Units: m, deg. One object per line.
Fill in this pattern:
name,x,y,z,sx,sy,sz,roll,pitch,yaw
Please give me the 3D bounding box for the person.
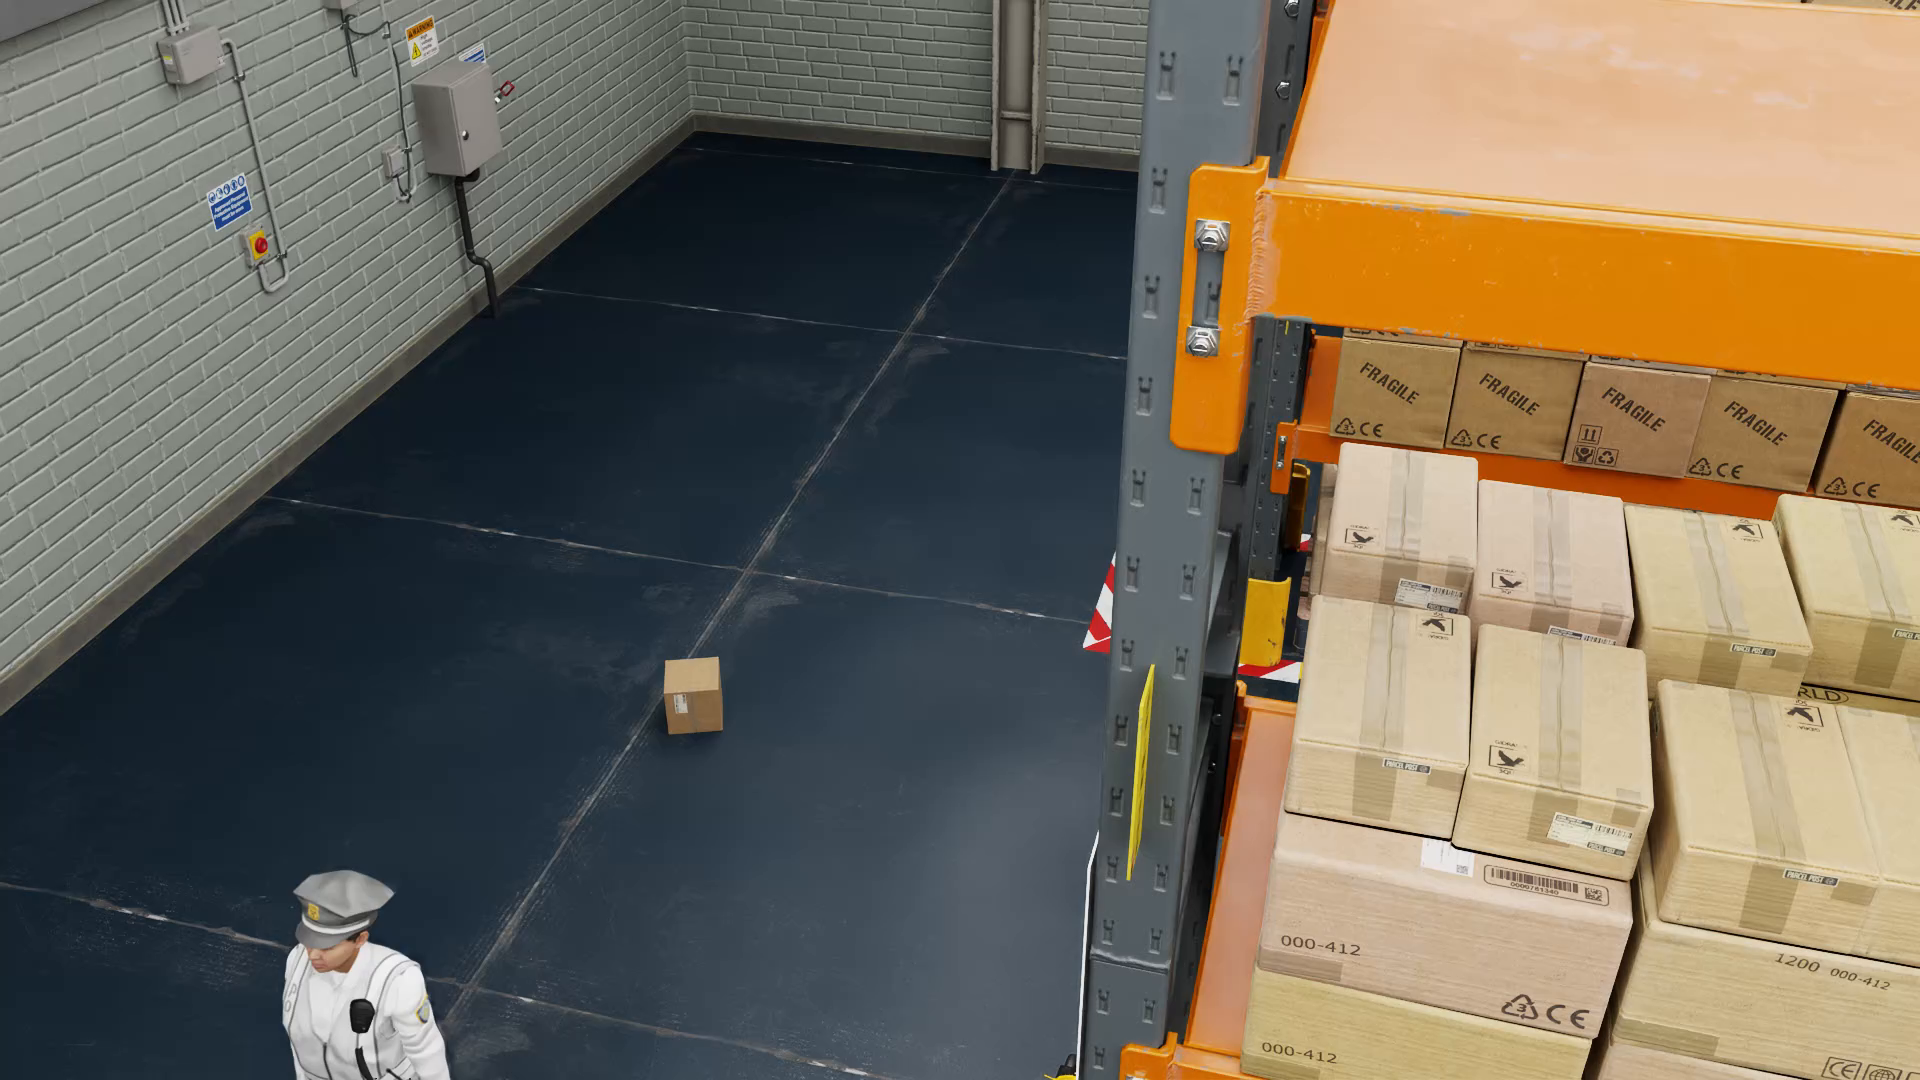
person,-1.778,1.646,5.073,0.493,1.663,0.762,10,34,15
